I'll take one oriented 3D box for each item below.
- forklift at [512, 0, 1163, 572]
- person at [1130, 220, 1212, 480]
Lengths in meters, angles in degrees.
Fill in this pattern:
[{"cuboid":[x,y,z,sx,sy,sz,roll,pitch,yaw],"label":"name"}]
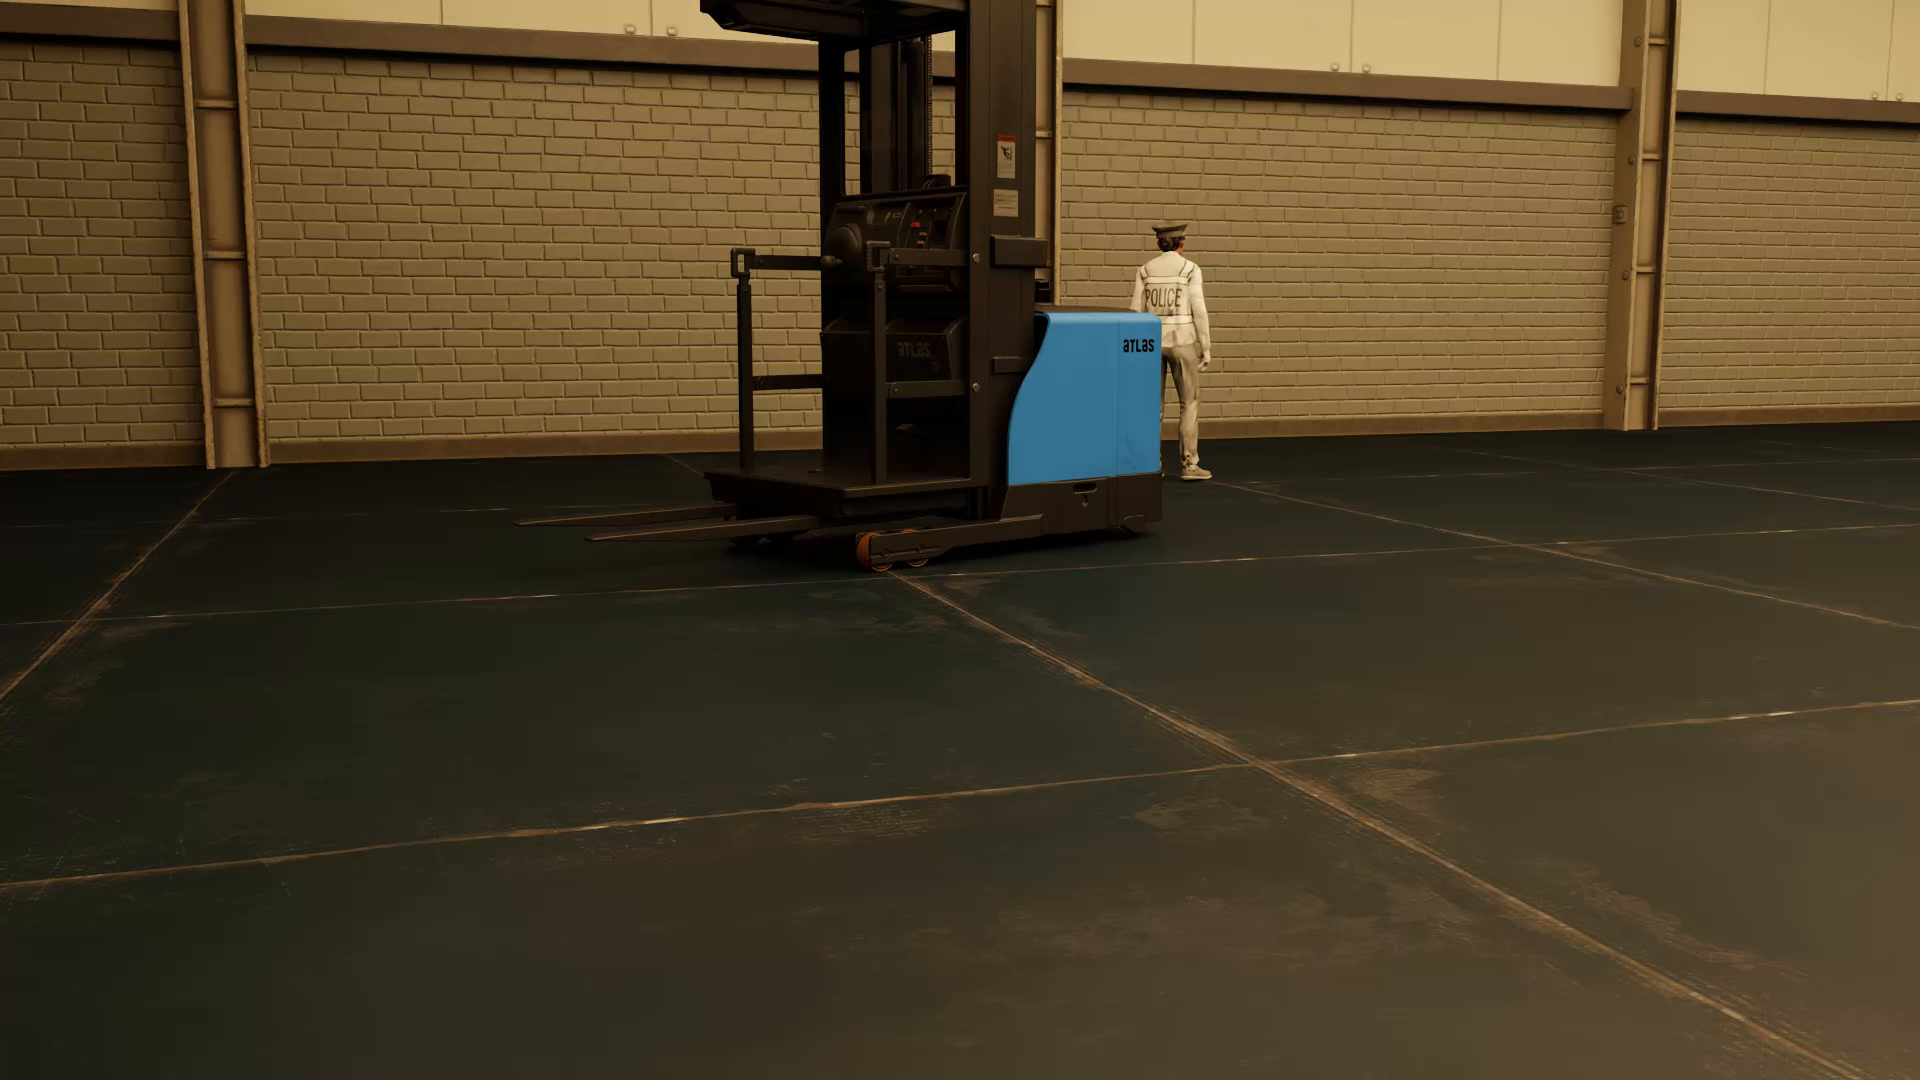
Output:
[{"cuboid":[-0.461,-1.399,7.333,3.031,2.935,1.130,-7,10,-40],"label":"forklift"},{"cuboid":[1.348,-1.221,10.730,0.543,1.665,0.373,3,8,24],"label":"person"}]
